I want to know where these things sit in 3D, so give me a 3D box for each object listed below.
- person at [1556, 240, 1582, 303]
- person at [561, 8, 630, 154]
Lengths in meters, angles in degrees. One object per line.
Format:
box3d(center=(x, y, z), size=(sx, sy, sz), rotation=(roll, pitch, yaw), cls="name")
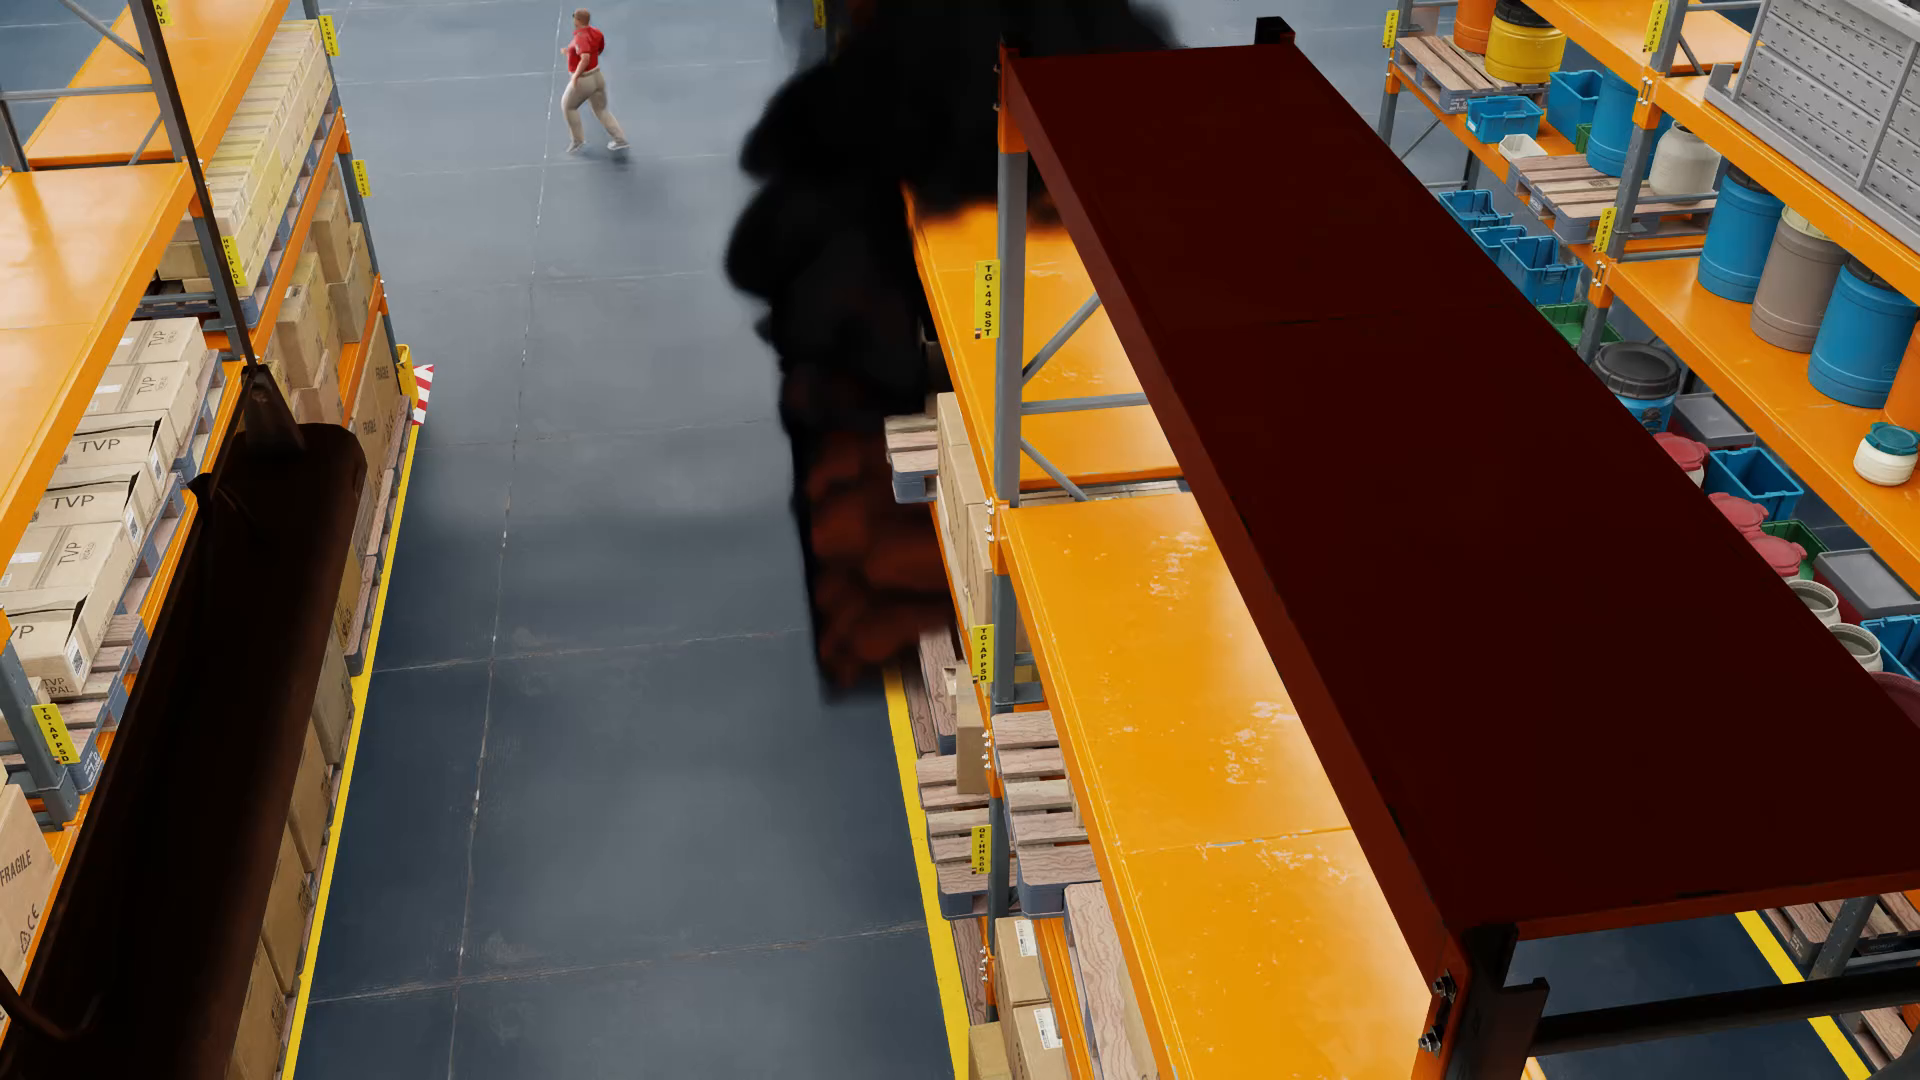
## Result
box3d(center=(5.674, -2.929, 15.585), size=(0.588, 1.714, 0.564), rotation=(-19, 40, -24), cls="person")
box3d(center=(-4.290, -5.245, 19.185), size=(0.822, 1.776, 0.670), rotation=(18, 40, 23), cls="person")
